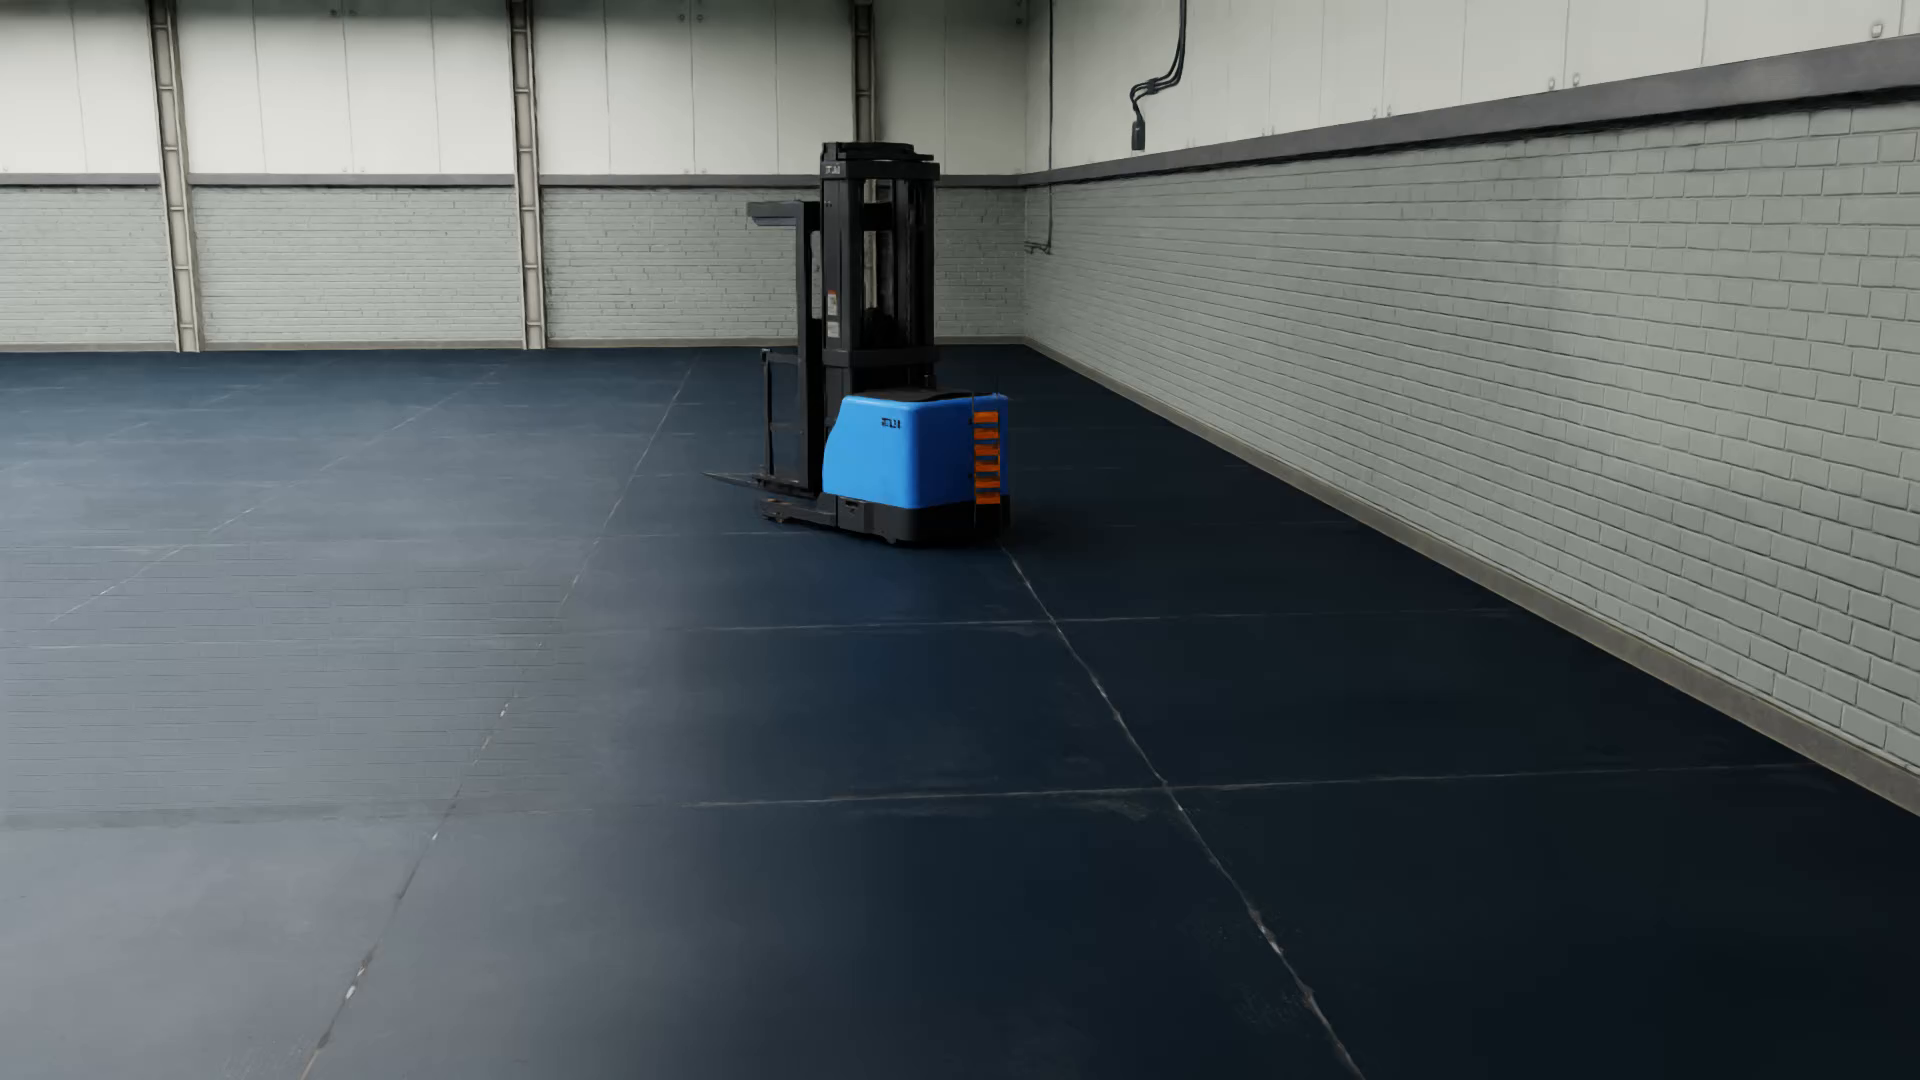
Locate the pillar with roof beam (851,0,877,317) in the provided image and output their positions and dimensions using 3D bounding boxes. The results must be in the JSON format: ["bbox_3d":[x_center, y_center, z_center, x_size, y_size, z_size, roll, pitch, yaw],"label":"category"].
[{"bbox_3d":[-1.278,-7.192,25.772,0.548,9.000,9.100,-1,11,-6],"label":"pillar with roof beam"}]

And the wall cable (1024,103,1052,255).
[{"bbox_3d":[1.328,-6.302,29.293,0.112,2.526,3.097,-1,11,-6],"label":"wall cable"}]

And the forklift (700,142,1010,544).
[{"bbox_3d":[-0.980,-1.633,13.224,1.130,2.935,3.031,-10,15,-41],"label":"forklift"}]

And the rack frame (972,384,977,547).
[{"bbox_3d":[0.105,-0.563,12.183,0.006,1.200,0.240,-2,12,0],"label":"rack frame"}]

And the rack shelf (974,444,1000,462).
[{"bbox_3d":[0.194,-0.639,12.166,0.180,0.103,0.258,-2,12,0],"label":"rack shelf"}]

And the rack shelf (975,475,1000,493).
[{"bbox_3d":[0.201,-0.405,12.218,0.180,0.103,0.258,-2,12,0],"label":"rack shelf"}]

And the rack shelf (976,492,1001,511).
[{"bbox_3d":[0.204,-0.288,12.244,0.180,0.103,0.258,-2,12,0],"label":"rack shelf"}]

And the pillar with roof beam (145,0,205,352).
[{"bbox_3d":[-13.208,-6.942,24.500,0.400,9.000,9.100,-1,11,-6],"label":"pillar with roof beam"}]

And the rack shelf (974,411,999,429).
[{"bbox_3d":[0.188,-0.874,12.115,0.180,0.103,0.258,-2,12,0],"label":"rack shelf"}]

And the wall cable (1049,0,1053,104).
[{"bbox_3d":[1.620,-8.261,26.167,0.112,2.526,3.097,-1,11,-6],"label":"wall cable"}]

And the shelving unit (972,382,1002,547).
[{"bbox_3d":[0.197,-0.565,12.183,0.189,1.200,0.258,-2,12,0],"label":"shelving unit"}]

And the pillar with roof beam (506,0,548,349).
[{"bbox_3d":[-7.243,-7.067,25.136,0.548,9.000,9.100,-1,11,-6],"label":"pillar with roof beam"}]

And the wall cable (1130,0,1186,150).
[{"bbox_3d":[2.338,-7.673,19.403,0.169,6.003,2.305,-1,11,-6],"label":"wall cable"}]

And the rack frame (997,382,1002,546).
[{"bbox_3d":[0.288,-0.568,12.183,0.006,1.200,0.240,-2,12,0],"label":"rack frame"}]

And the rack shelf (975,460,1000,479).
[{"bbox_3d":[0.198,-0.522,12.192,0.180,0.103,0.258,-2,12,0],"label":"rack shelf"}]

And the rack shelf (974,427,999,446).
[{"bbox_3d":[0.191,-0.756,12.141,0.180,0.103,0.258,-2,12,0],"label":"rack shelf"}]
